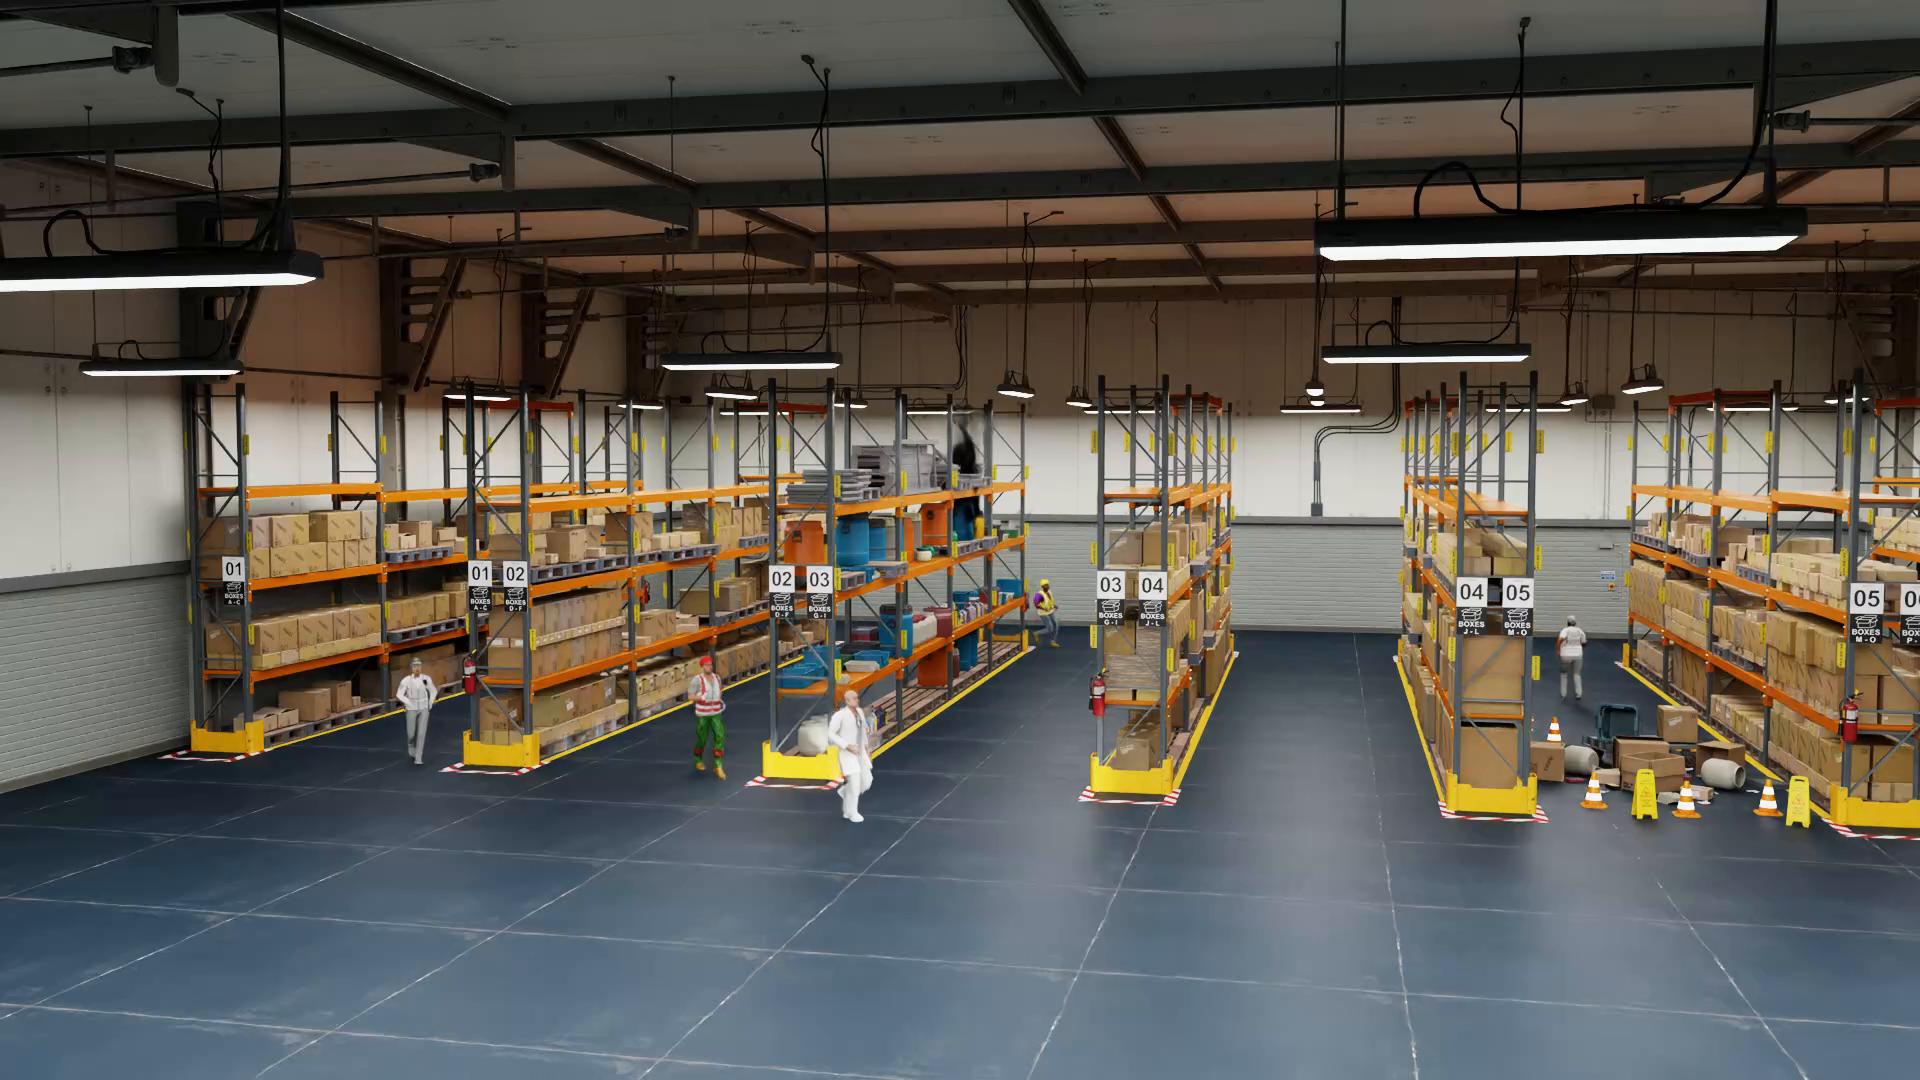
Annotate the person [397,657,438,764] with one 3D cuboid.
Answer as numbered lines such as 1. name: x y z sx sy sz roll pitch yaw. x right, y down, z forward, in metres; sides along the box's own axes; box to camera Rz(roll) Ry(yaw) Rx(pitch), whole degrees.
1. person: -8.559 2.680 26.247 0.620 1.650 0.614 -1 3 -21

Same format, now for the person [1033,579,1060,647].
1. person: 2.103 1.813 41.219 0.624 1.686 0.715 2 4 33

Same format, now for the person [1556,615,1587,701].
1. person: 11.873 2.343 32.323 0.616 1.735 0.706 0 3 6

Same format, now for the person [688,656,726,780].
1. person: -3.812 2.663 25.105 0.640 1.839 0.782 -2 4 -32

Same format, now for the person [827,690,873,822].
1. person: -1.471 2.866 22.147 0.636 1.743 0.718 3 4 42
